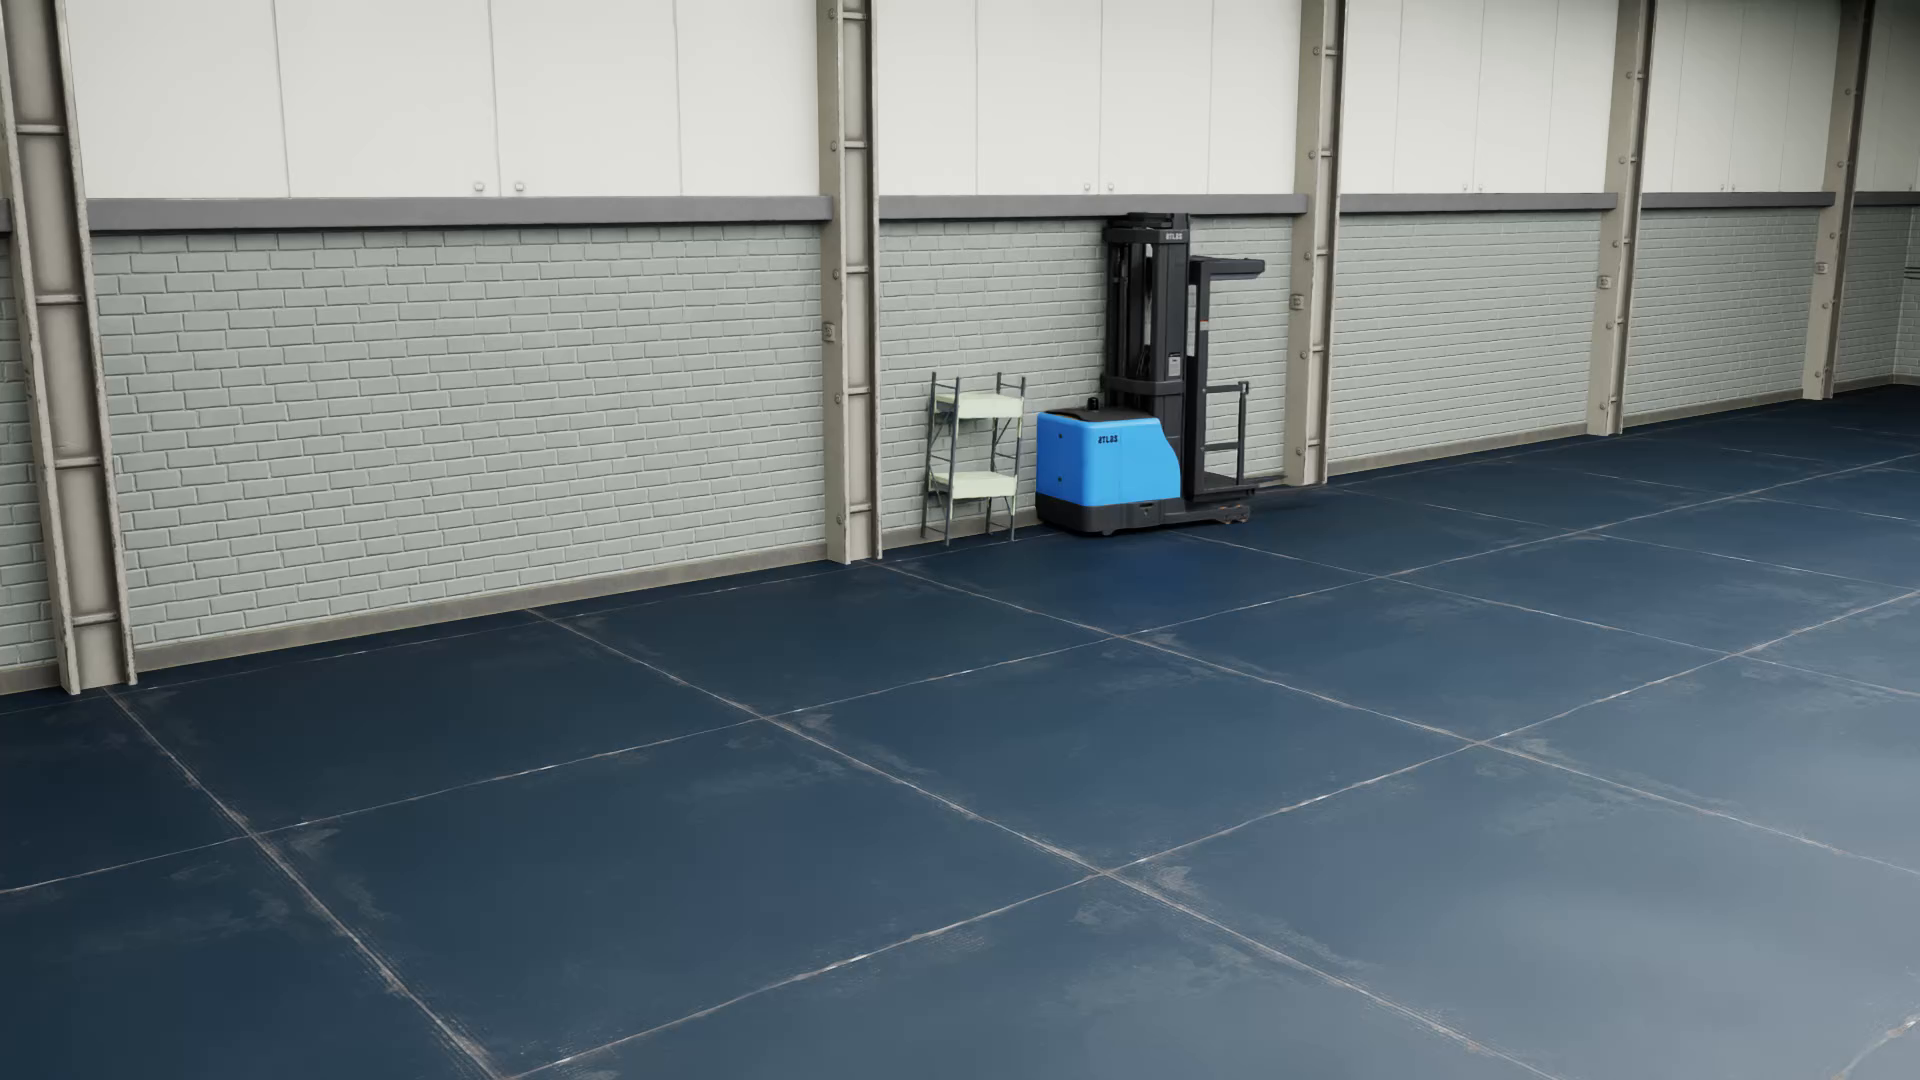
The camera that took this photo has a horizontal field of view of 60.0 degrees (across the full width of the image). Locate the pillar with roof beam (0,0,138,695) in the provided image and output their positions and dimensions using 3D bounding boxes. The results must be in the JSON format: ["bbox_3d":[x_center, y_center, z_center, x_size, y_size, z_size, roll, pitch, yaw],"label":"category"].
[{"bbox_3d":[-2.920,-2.766,6.611,0.400,9.000,9.100,-9,15,-38],"label":"pillar with roof beam"}]

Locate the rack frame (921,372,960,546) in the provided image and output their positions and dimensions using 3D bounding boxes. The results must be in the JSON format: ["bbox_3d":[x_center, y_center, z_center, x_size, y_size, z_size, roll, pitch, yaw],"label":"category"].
[{"bbox_3d":[-0.175,-0.722,14.774,0.023,1.500,0.400,-4,14,-36],"label":"rack frame"}]

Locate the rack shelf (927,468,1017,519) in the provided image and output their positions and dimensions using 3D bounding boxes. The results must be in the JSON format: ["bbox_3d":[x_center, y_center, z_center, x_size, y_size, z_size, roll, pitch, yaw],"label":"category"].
[{"bbox_3d":[0.096,-0.424,15.053,0.720,0.370,0.431,-4,14,-36],"label":"rack shelf"}]

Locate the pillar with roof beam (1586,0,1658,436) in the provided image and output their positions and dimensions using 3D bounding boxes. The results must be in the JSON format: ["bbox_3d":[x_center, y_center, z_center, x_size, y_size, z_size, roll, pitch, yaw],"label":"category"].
[{"bbox_3d":[11.136,-5.102,17.611,0.400,9.000,9.100,-9,15,-38],"label":"pillar with roof beam"}]

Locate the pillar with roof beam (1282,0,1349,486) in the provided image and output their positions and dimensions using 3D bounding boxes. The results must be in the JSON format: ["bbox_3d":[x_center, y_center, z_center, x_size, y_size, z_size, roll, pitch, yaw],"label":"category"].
[{"bbox_3d":[6.451,-4.323,13.944,0.400,9.000,9.100,-9,15,-38],"label":"pillar with roof beam"}]

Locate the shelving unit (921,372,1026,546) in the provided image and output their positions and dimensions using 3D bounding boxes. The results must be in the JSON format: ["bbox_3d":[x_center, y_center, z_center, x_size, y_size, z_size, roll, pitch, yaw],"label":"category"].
[{"bbox_3d":[0.120,-0.743,14.990,0.755,1.500,0.431,-4,14,-36],"label":"shelving unit"}]

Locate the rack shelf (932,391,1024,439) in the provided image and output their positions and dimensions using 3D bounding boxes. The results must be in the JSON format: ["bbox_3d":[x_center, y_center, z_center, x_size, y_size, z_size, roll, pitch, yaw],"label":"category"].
[{"bbox_3d":[0.148,-1.125,14.914,0.720,0.370,0.431,-4,14,-36],"label":"rack shelf"}]

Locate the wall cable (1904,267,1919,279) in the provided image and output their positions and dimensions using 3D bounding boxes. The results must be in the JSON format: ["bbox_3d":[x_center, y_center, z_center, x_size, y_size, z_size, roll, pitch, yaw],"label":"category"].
[{"bbox_3d":[16.258,-5.227,25.678,0.112,2.526,3.097,-9,15,-38],"label":"wall cable"}]

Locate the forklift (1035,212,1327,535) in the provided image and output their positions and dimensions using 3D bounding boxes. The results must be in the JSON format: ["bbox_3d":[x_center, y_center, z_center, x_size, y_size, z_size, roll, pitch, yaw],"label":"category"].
[{"bbox_3d":[2.223,-1.673,16.074,3.031,2.935,1.130,-7,14,-28],"label":"forklift"}]

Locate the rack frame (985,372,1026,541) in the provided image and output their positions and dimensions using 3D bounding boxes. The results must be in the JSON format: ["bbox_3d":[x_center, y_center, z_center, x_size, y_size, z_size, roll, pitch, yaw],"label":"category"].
[{"bbox_3d":[0.415,-0.765,15.205,0.023,1.500,0.400,-4,14,-36],"label":"rack frame"}]

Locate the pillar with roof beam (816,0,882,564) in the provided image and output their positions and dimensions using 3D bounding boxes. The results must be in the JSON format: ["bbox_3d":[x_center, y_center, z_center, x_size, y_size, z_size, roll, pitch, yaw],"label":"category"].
[{"bbox_3d":[1.765,-3.544,10.278,0.400,9.000,9.100,-9,15,-38],"label":"pillar with roof beam"}]

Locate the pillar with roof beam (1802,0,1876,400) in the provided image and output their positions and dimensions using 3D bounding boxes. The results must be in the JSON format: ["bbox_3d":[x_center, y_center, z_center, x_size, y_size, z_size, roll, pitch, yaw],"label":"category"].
[{"bbox_3d":[15.821,-5.880,21.277,0.400,9.000,9.100,-9,15,-38],"label":"pillar with roof beam"}]
